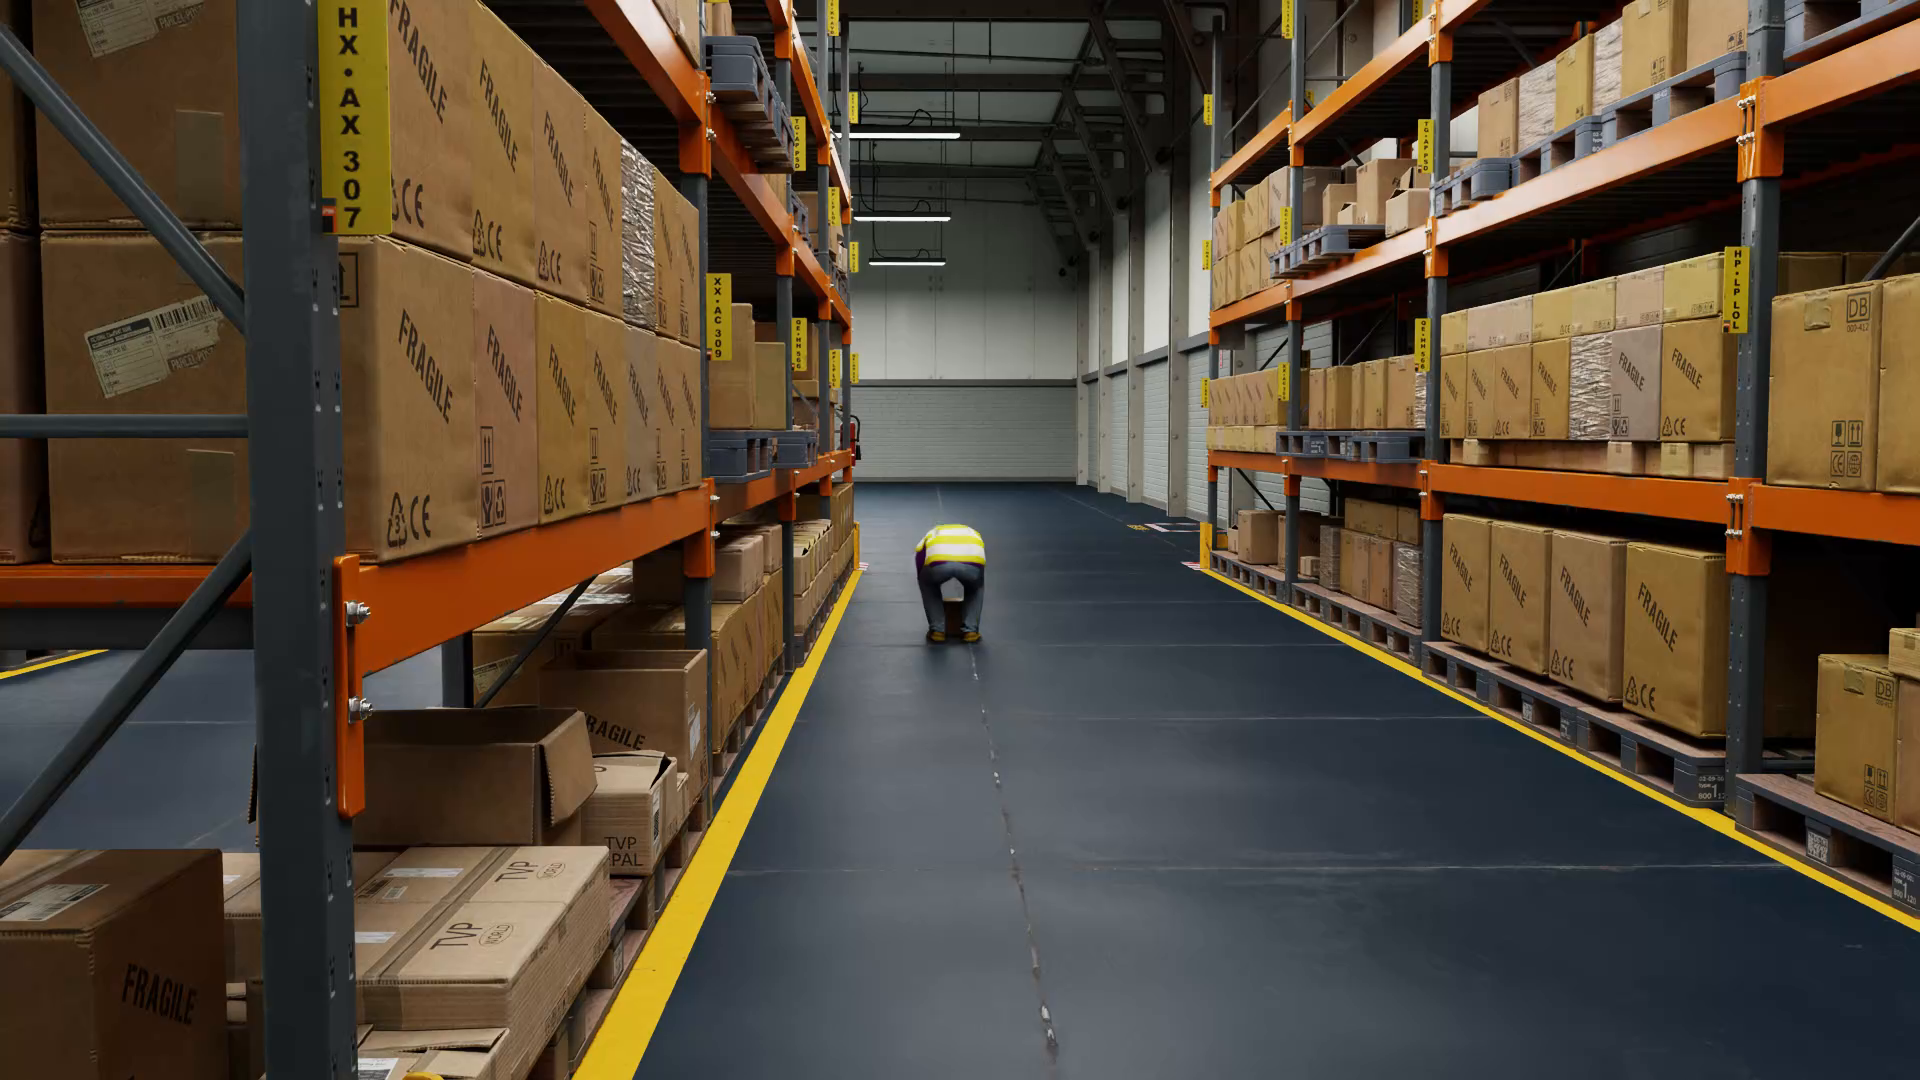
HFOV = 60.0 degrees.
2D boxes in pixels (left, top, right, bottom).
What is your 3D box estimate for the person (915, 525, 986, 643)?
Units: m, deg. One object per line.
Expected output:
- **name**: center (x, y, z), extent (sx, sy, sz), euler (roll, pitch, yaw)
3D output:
- **person**: center (-0.069, 0.313, 12.145), extent (0.515, 0.845, 0.980), euler (0, 4, -3)
